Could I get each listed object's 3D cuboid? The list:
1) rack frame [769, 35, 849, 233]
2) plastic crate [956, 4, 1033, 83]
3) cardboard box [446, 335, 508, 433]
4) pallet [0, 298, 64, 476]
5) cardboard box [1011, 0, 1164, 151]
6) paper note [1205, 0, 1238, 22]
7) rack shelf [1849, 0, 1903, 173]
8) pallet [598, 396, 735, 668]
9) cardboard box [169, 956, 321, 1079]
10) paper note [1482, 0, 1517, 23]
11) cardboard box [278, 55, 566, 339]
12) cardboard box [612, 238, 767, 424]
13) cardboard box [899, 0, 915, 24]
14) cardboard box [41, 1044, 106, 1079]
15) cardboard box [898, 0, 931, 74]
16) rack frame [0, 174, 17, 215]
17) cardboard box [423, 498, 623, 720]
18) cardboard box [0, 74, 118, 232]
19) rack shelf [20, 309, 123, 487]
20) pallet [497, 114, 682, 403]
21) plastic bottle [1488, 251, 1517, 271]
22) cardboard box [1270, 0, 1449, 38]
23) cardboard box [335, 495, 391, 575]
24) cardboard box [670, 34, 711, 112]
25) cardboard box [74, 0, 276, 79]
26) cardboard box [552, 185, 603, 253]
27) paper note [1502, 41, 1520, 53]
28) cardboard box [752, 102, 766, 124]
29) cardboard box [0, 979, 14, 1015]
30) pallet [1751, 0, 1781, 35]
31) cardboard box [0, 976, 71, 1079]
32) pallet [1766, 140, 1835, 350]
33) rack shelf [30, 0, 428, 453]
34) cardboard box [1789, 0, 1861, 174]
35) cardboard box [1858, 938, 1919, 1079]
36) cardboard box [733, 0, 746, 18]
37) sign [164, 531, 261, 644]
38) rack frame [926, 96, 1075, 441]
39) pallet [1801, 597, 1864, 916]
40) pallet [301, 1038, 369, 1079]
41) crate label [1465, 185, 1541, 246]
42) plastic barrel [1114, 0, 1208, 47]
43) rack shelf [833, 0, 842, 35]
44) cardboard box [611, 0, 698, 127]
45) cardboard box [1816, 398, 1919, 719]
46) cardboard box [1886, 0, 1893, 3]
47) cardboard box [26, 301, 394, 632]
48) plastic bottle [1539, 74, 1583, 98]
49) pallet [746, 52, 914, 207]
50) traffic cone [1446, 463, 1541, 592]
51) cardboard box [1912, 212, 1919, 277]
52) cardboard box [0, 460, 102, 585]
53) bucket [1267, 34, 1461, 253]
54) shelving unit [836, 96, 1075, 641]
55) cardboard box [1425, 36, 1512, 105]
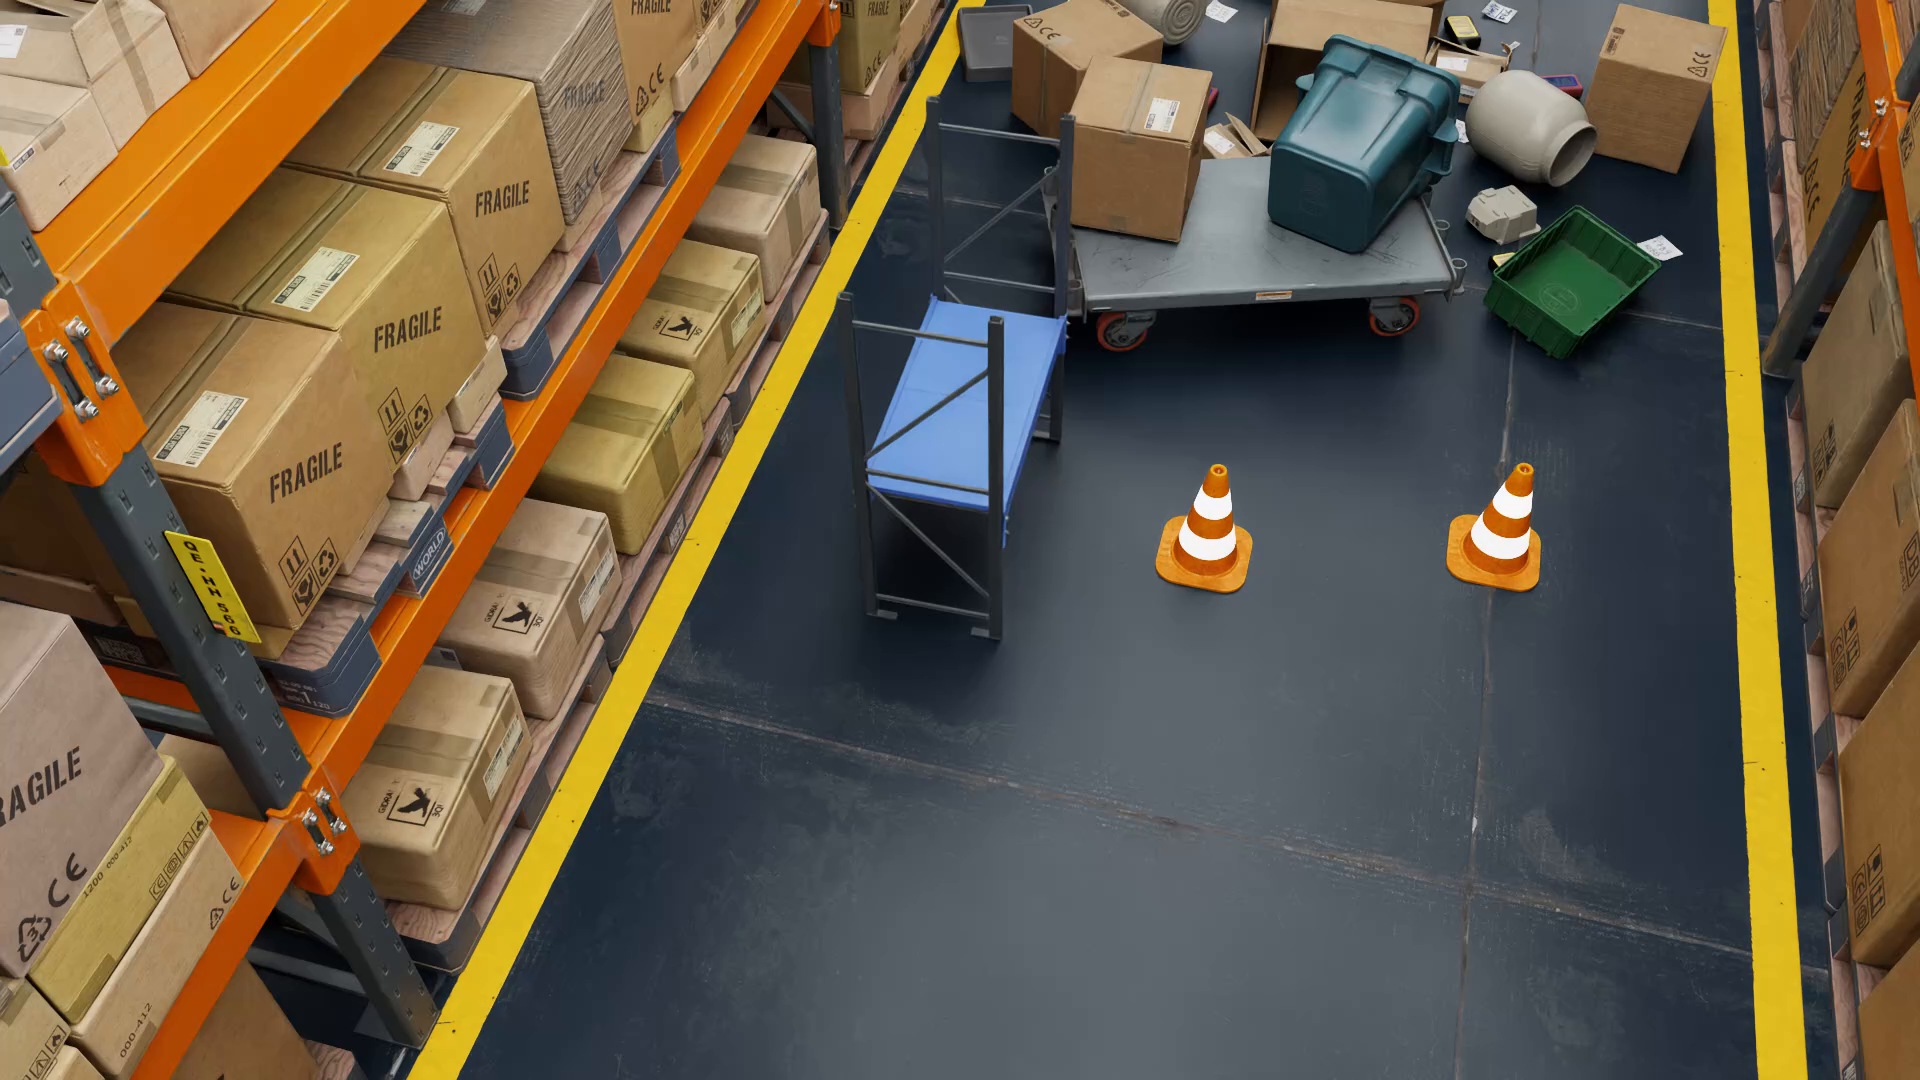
[{"bbox_3d":[-1.003,-2.517,6.471,1.000,3.000,0.127,12,50,10],"label":"rack frame"},{"bbox_3d":[0.201,-2.525,8.425,0.402,0.080,0.583,-4,49,-3],"label":"plastic crate"},{"bbox_3d":[-1.475,-0.460,4.542,0.380,0.149,0.250,12,50,10],"label":"cardboard box"},{"bbox_3d":[-2.174,-0.078,2.443,1.213,0.211,1.003,14,50,12],"label":"pallet"},{"bbox_3d":[0.592,-2.197,7.854,0.500,0.500,0.500,-27,54,-22],"label":"cardboard box"},{"bbox_3d":[1.353,-2.763,8.676,0.148,0.019,0.142,28,54,22],"label":"paper note"},{"bbox_3d":[4.325,-2.822,7.220,1.077,0.370,4.000,12,50,10],"label":"rack shelf"},{"bbox_3d":[-1.526,-0.146,6.238,1.003,0.211,1.213,12,50,10],"label":"pallet"},{"bbox_3d":[-2.318,1.423,4.130,0.875,0.875,0.875,11,50,10],"label":"cardboard box"},{"bbox_3d":[2.812,-2.755,8.662,0.144,0.017,0.142,28,54,22],"label":"paper note"},{"bbox_3d":[-1.451,-0.938,4.532,0.500,0.500,0.500,12,50,11],"label":"cardboard box"},{"bbox_3d":[-1.325,-0.886,6.504,0.950,0.372,0.625,14,50,12],"label":"cardboard box"},{"bbox_3d":[-0.458,-2.757,7.737,0.500,0.500,0.500,13,50,12],"label":"cardboard box"},{"bbox_3d":[-2.058,1.215,3.277,0.500,0.250,0.500,12,50,11],"label":"cardboard box"},{"bbox_3d":[-0.458,-2.508,8.017,0.500,0.250,0.500,14,50,12],"label":"cardboard box"},{"bbox_3d":[-2.056,-1.609,1.668,1.000,3.000,0.127,12,50,10],"label":"rack frame"},{"bbox_3d":[-1.711,0.165,5.577,0.950,0.372,0.625,11,49,9],"label":"cardboard box"},{"bbox_3d":[-1.809,-0.728,3.058,0.380,0.149,0.250,12,50,10],"label":"cardboard box"},{"bbox_3d":[-2.582,1.068,1.786,1.077,0.370,4.000,12,50,10],"label":"rack shelf"},{"bbox_3d":[-1.574,-1.000,5.260,1.003,0.211,1.213,12,50,10],"label":"pallet"},{"bbox_3d":[2.416,-1.139,7.214,0.133,0.061,0.283,-11,50,-10],"label":"plastic bottle"},{"bbox_3d":[2.030,-2.814,8.398,0.797,0.503,0.637,-19,51,-16],"label":"cardboard box"},{"bbox_3d":[-1.684,-0.076,4.204,0.380,0.149,0.250,9,49,8],"label":"cardboard box"},{"bbox_3d":[-1.055,-1.581,5.532,0.380,0.149,0.250,12,50,10],"label":"cardboard box"},{"bbox_3d":[-1.797,-1.333,3.359,0.700,0.500,0.500,12,50,10],"label":"cardboard box"},{"bbox_3d":[-1.319,-1.038,5.052,0.380,0.149,0.250,13,50,11],"label":"cardboard box"},{"bbox_3d":[2.804,-2.505,8.455,0.123,0.001,0.032,-37,58,-28],"label":"paper note"},{"bbox_3d":[-1.107,-2.227,7.769,0.500,0.250,0.500,14,50,12],"label":"cardboard box"},{"bbox_3d":[-2.067,0.811,2.800,0.500,0.500,0.500,12,50,11],"label":"cardboard box"},{"bbox_3d":[4.717,-2.990,8.748,1.003,0.211,1.213,12,50,10],"label":"pallet"},{"bbox_3d":[-2.070,1.032,3.105,0.500,0.250,0.500,10,49,9],"label":"cardboard box"},{"bbox_3d":[4.075,-1.225,7.191,1.003,0.211,1.213,12,50,10],"label":"pallet"},{"bbox_3d":[-1.529,-1.825,4.339,1.077,0.370,4.000,12,50,10],"label":"rack shelf"},{"bbox_3d":[4.266,-2.143,7.278,0.875,0.875,0.875,12,50,10],"label":"cardboard box"},{"bbox_3d":[2.993,1.463,4.179,1.050,0.750,0.750,11,49,10],"label":"cardboard box"},{"bbox_3d":[-0.959,-1.959,5.866,0.380,0.149,0.250,10,49,9],"label":"cardboard box"},{"bbox_3d":[-1.520,0.100,3.389,0.100,0.325,0.005,12,50,10],"label":"sign"},{"bbox_3d":[0.144,-0.935,6.051,0.500,1.500,0.032,10,50,10],"label":"rack frame"},{"bbox_3d":[3.349,0.768,5.432,1.003,0.211,1.213,12,50,10],"label":"pallet"},{"bbox_3d":[-2.336,1.854,4.473,1.003,0.211,1.213,12,50,10],"label":"pallet"},{"bbox_3d":[2.429,-1.466,7.452,0.298,0.136,0.250,-19,51,-16],"label":"crate label"},{"bbox_3d":[0.967,-2.765,8.408,0.421,0.421,0.512,-27,54,-22],"label":"plastic barrel"},{"bbox_3d":[-0.477,-3.726,8.017,1.077,0.370,4.000,12,50,10],"label":"rack shelf"},{"bbox_3d":[-1.174,-1.677,5.184,0.500,0.500,0.500,13,50,11],"label":"cardboard box"},{"bbox_3d":[3.465,0.156,5.332,1.050,0.750,0.750,12,50,10],"label":"cardboard box"},{"bbox_3d":[4.007,-2.335,6.210,0.875,0.550,0.550,12,50,10],"label":"cardboard box"},{"bbox_3d":[-1.714,-0.174,3.858,0.500,0.500,0.500,10,49,9],"label":"cardboard box"},{"bbox_3d":[2.900,-2.224,8.172,0.283,0.061,0.133,-4,49,-3],"label":"plastic bottle"},{"bbox_3d":[-0.860,-2.087,7.951,1.003,0.211,1.213,12,50,10],"label":"pallet"},{"bbox_3d":[1.989,-0.102,6.031,0.336,0.463,0.334,12,50,10],"label":"traffic cone"},{"bbox_3d":[3.269,-0.954,5.025,0.500,0.500,0.500,12,50,10],"label":"cardboard box"},{"bbox_3d":[-2.204,-0.278,3.949,0.500,0.500,0.500,10,49,9],"label":"cardboard box"},{"bbox_3d":[1.611,-1.587,6.819,0.726,0.611,0.620,28,64,22],"label":"bucket"},{"bbox_3d":[0.019,-0.561,5.730,0.538,1.500,1.048,10,50,10],"label":"shelving unit"},{"bbox_3d":[2.475,-2.315,8.116,0.396,0.266,0.258,19,51,16],"label":"cardboard box"}]
